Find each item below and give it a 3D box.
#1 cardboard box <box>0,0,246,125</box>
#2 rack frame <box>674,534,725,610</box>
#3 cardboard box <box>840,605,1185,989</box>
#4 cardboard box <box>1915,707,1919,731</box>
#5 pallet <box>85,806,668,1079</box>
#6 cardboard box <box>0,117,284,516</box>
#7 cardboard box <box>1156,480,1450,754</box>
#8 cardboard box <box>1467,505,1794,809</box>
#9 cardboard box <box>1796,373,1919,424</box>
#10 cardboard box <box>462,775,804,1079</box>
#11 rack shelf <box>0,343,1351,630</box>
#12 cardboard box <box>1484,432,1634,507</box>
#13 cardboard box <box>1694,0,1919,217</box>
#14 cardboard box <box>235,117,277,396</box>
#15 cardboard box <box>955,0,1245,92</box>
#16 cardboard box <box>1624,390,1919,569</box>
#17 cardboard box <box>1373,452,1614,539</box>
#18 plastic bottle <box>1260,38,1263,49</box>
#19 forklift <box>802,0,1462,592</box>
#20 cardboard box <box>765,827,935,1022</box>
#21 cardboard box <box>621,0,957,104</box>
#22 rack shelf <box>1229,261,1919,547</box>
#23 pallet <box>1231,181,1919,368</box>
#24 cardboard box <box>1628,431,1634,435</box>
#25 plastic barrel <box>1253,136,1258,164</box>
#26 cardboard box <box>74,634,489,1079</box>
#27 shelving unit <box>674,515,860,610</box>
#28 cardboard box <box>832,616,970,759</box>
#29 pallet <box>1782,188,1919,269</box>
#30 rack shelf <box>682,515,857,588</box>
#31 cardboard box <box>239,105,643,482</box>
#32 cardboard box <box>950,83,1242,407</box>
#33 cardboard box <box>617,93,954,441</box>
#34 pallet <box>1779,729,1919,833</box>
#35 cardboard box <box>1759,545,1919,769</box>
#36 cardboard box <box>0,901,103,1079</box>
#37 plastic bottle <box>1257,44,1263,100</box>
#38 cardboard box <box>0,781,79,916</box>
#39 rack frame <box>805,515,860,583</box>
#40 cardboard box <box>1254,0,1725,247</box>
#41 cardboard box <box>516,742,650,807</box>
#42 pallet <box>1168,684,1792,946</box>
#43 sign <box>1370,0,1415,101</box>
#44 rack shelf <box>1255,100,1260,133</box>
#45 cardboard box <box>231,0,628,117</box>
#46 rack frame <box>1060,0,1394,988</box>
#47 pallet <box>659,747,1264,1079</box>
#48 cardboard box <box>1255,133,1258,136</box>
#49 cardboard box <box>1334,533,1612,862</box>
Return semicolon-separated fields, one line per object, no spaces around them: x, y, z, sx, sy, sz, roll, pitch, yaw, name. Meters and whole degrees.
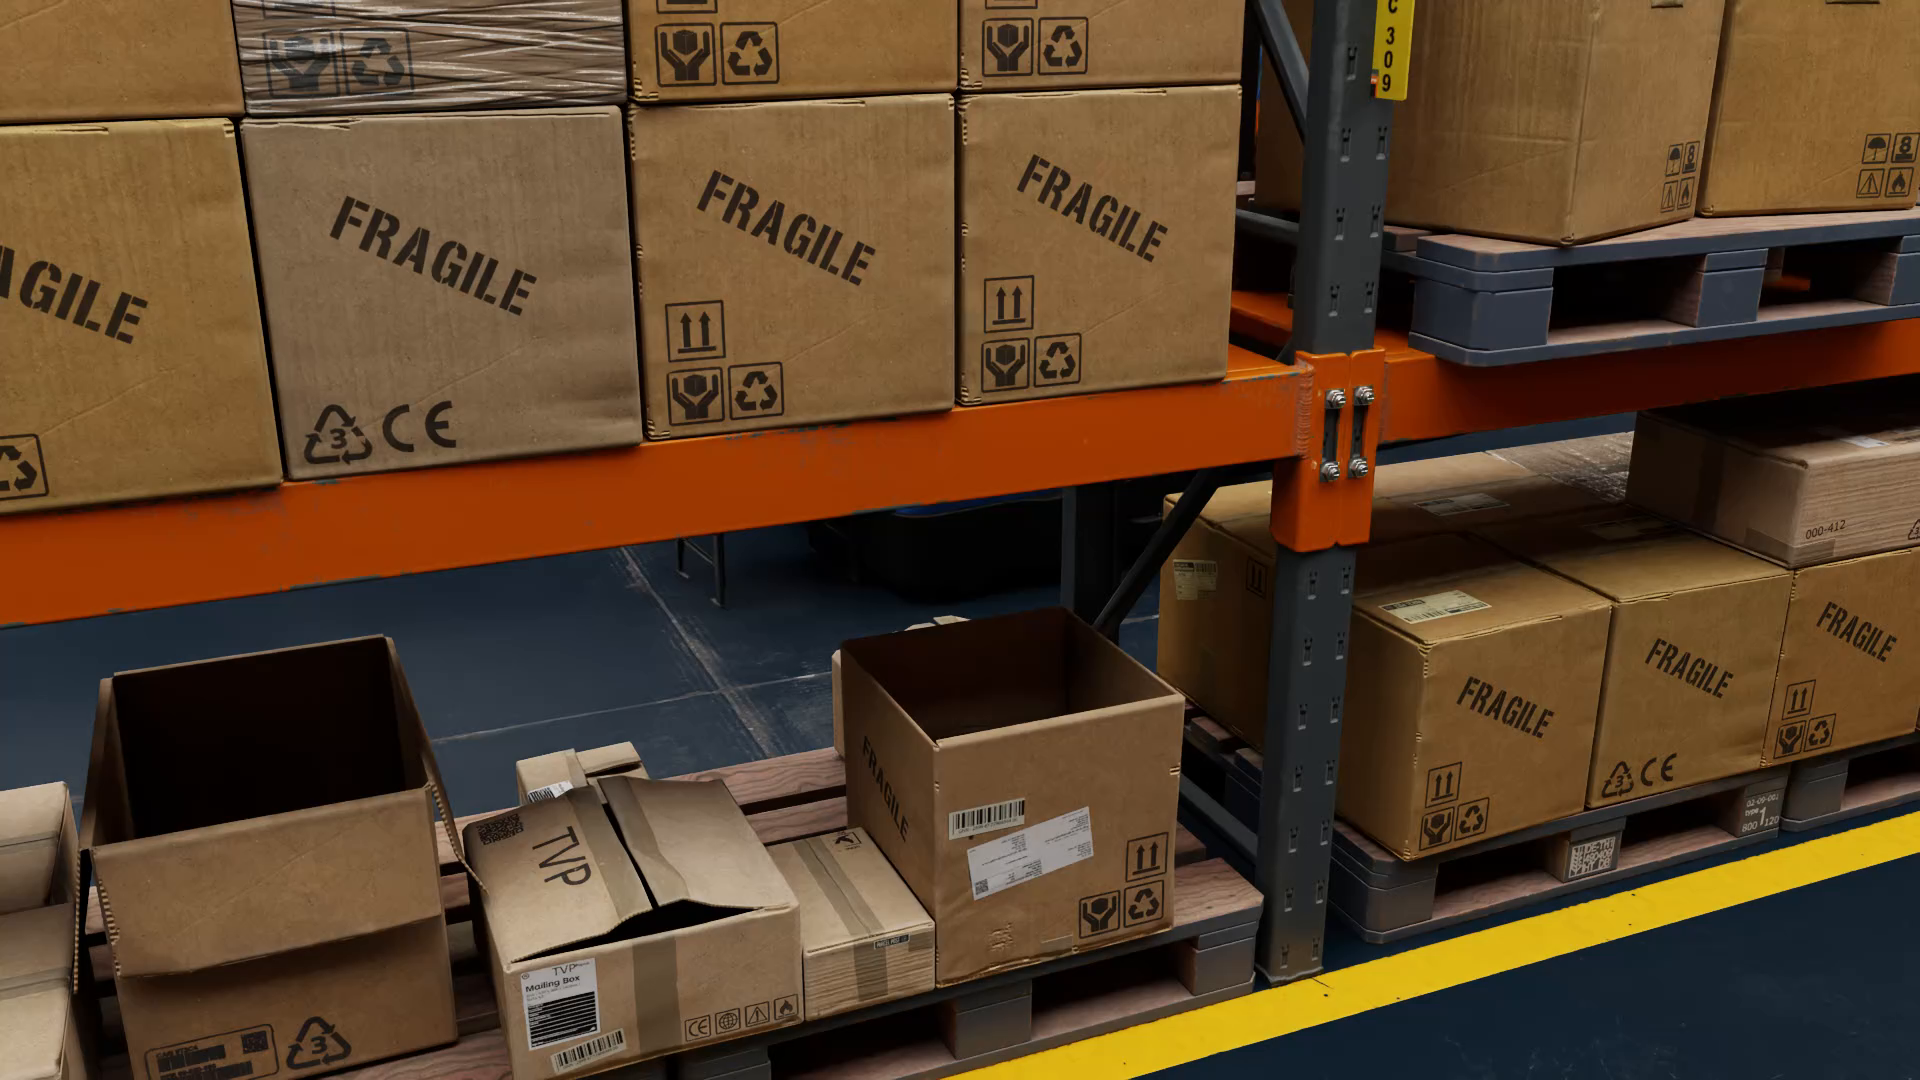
-1.257;-0.829;2.204;0.500;0.500;0.500;-8;21;-22;cardboard box
-0.868;-0.822;5.195;0.015;2.100;0.400;-11;22;-28;rack frame
0.088;0.477;3.252;0.500;0.500;0.500;-8;21;-22;cardboard box
2.451;0.123;4.258;0.500;0.500;0.500;-9;21;-24;cardboard box
-1.254;0.911;3.116;1.213;0.211;1.003;-8;21;-22;pallet
-1.269;-0.355;2.362;0.500;0.500;0.500;-8;21;-21;cardboard box
0.839;0.163;4.143;0.500;0.500;0.500;-8;21;-22;cardboard box
1.525;0.253;3.889;0.500;0.500;0.500;-8;21;-21;cardboard box
2.418;-0.225;4.117;0.500;0.250;0.500;-9;21;-23;cardboard box
-0.600;0.665;3.003;0.500;0.311;0.500;-8;21;-22;cardboard box
-1.337;-0.054;2.741;4.000;0.370;1.077;-8;21;-22;rack shelf
1.757;0.035;4.508;0.500;0.500;0.500;-8;21;-21;cardboard box
1.629;-1.005;3.577;0.500;0.500;0.700;-5;20;-13;cardboard box
-1.472;-0.518;2.827;0.500;0.500;0.500;-8;21;-23;cardboard box
0.137;-1.029;2.773;0.500;0.500;0.500;-8;21;-22;cardboard box
1.958;-0.159;3.929;0.500;0.250;0.500;-8;21;-22;cardboard box
1.296;0.101;4.321;0.500;0.500;0.500;-8;21;-22;cardboard box
1.688;-2.676;9.293;0.135;0.276;0.152;-8;21;-22;plastic bottle
0.878;-1.550;6.012;3.031;2.935;1.130;-11;22;-28;forklift
-0.232;0.710;3.118;0.250;0.149;0.380;-8;21;-22;cardboard box
-0.332;-0.961;2.579;0.500;0.500;0.500;-9;21;-23;cardboard box
2.335;-0.580;4.235;4.000;0.370;1.077;-8;21;-22;rack shelf
1.276;-0.637;3.604;1.213;0.211;1.003;-8;21;-22;pallet
2.223;-0.033;4.699;0.500;0.500;0.500;-9;21;-24;cardboard box
1.771;-1.798;9.247;0.708;0.830;0.600;-8;21;-22;plastic barrel
-1.224;0.563;3.004;0.637;0.503;0.797;-8;21;-22;cardboard box
-0.656;-0.862;5.309;0.503;2.100;0.431;-11;22;-28;shelving unit
0.028;0.394;3.772;0.500;0.311;0.500;-8;21;-22;cardboard box
2.388;-0.834;4.164;1.213;0.211;1.003;-8;21;-22;pallet
-0.656;-0.189;5.546;0.480;0.518;0.431;-11;22;-28;rack shelf
-0.802;-0.423;2.555;0.500;0.500;0.500;-8;21;-21;cardboard box
0.142;-0.559;2.943;0.500;0.500;0.500;-8;21;-21;cardboard box
-0.331;-0.491;2.749;0.500;0.500;0.500;-8;21;-20;cardboard box
2.353;0.379;4.628;1.213;0.211;1.003;-8;21;-22;pallet
1.987;0.189;4.069;0.500;0.500;0.500;-8;21;-21;cardboard box
-1.644;0.843;2.589;0.500;0.250;0.500;-8;21;-22;cardboard box
1.507;-2.384;8.469;0.097;0.271;0.097;0;19;0;plastic bottle
-1.888;0.697;3.003;0.500;0.250;0.500;-8;21;-22;cardboard box
-0.445;-0.903;5.424;0.015;2.100;0.400;-11;22;-28;rack frame
1.023;-0.895;3.265;0.500;0.500;0.700;-17;26;-40;cardboard box
-0.762;0.579;3.465;0.250;0.166;0.380;-8;21;-22;cardboard box
1.231;0.541;4.168;1.213;0.211;1.003;-8;21;-22;pallet
0.721;-0.900;2.758;0.005;0.325;0.100;-8;21;-22;sign
0.377;-2.091;8.527;4.000;0.370;1.077;-8;21;-22;rack shelf
-0.795;-0.895;2.391;0.500;0.500;0.500;-8;21;-21;cardboard box
0.499;-0.656;3.368;0.127;3.000;1.000;-8;21;-22;rack frame
-0.132;0.750;3.576;1.213;0.211;1.003;-8;21;-22;pallet
2.393;-3.553;14.699;0.500;0.500;0.700;-10;22;-27;cardboard box
1.040;0.326;3.680;0.500;0.500;0.500;-9;21;-24;cardboard box
